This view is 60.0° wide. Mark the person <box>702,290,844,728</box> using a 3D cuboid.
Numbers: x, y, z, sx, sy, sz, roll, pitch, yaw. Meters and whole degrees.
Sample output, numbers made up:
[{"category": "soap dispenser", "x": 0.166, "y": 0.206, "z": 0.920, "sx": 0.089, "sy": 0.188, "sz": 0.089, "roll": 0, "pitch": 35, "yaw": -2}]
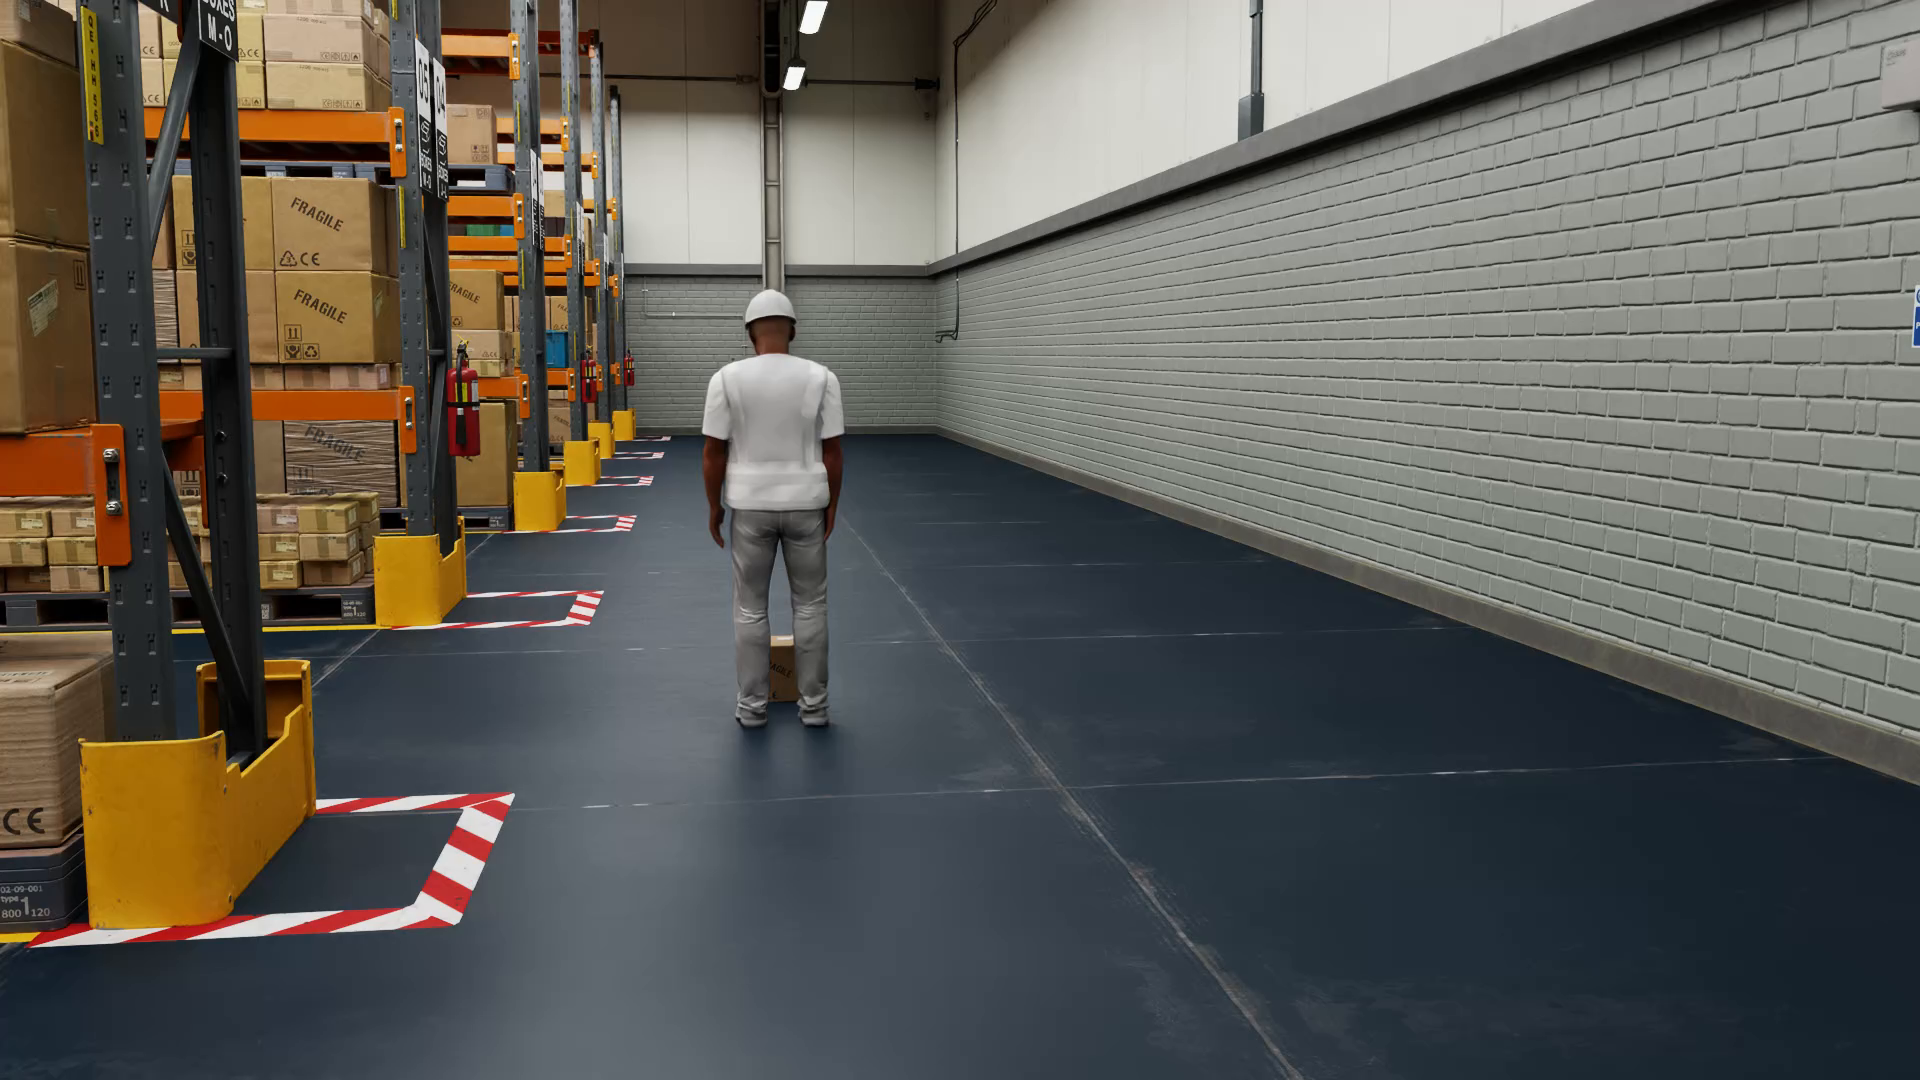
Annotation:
[{"category": "person", "x": -0.755, "y": -0.126, "z": 6.756, "sx": 0.567, "sy": 1.764, "sz": 0.363, "roll": -1, "pitch": 6, "yaw": -8}]
